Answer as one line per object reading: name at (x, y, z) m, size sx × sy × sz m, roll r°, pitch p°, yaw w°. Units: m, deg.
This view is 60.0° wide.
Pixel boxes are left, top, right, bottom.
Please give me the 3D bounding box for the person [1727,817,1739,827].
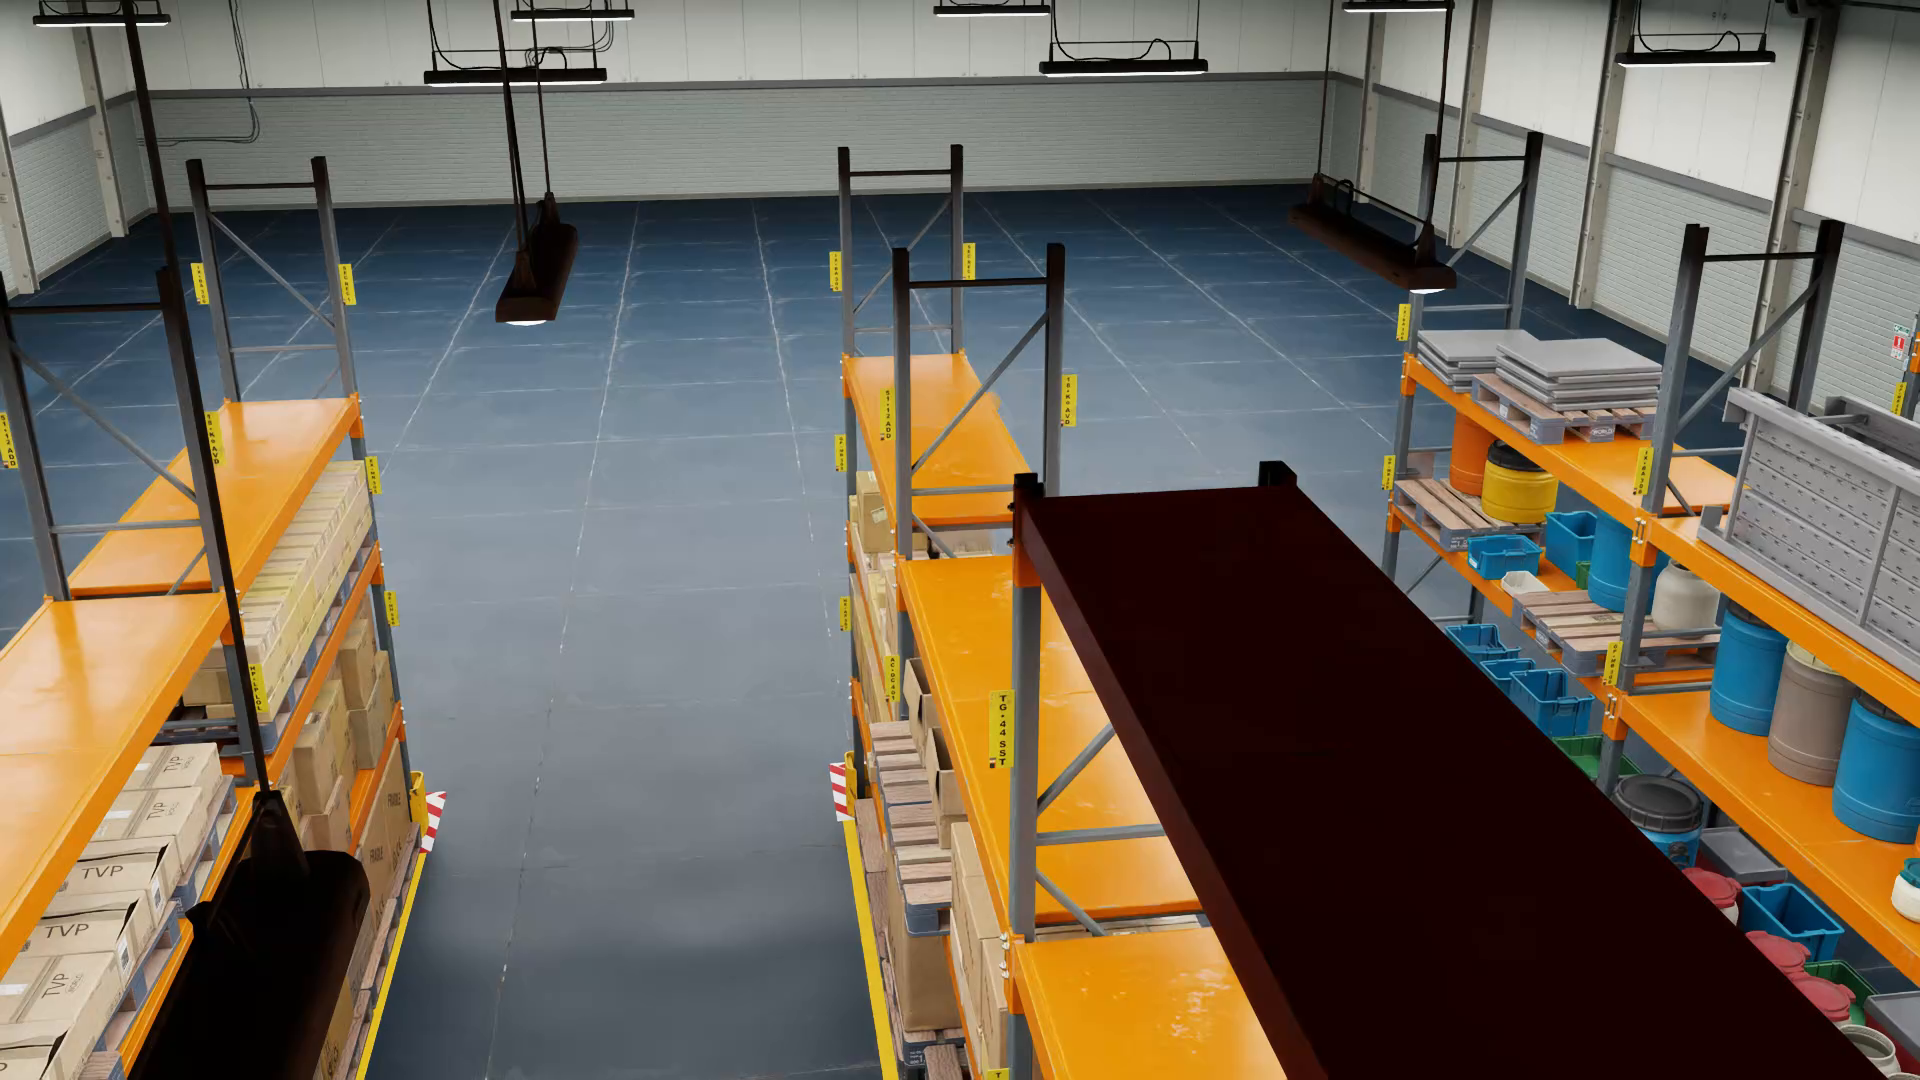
person at (6.628, 2.142, 13.976) m, size 0.578 × 1.646 × 0.933 m, roll -7°, pitch 23°, yaw -18°
